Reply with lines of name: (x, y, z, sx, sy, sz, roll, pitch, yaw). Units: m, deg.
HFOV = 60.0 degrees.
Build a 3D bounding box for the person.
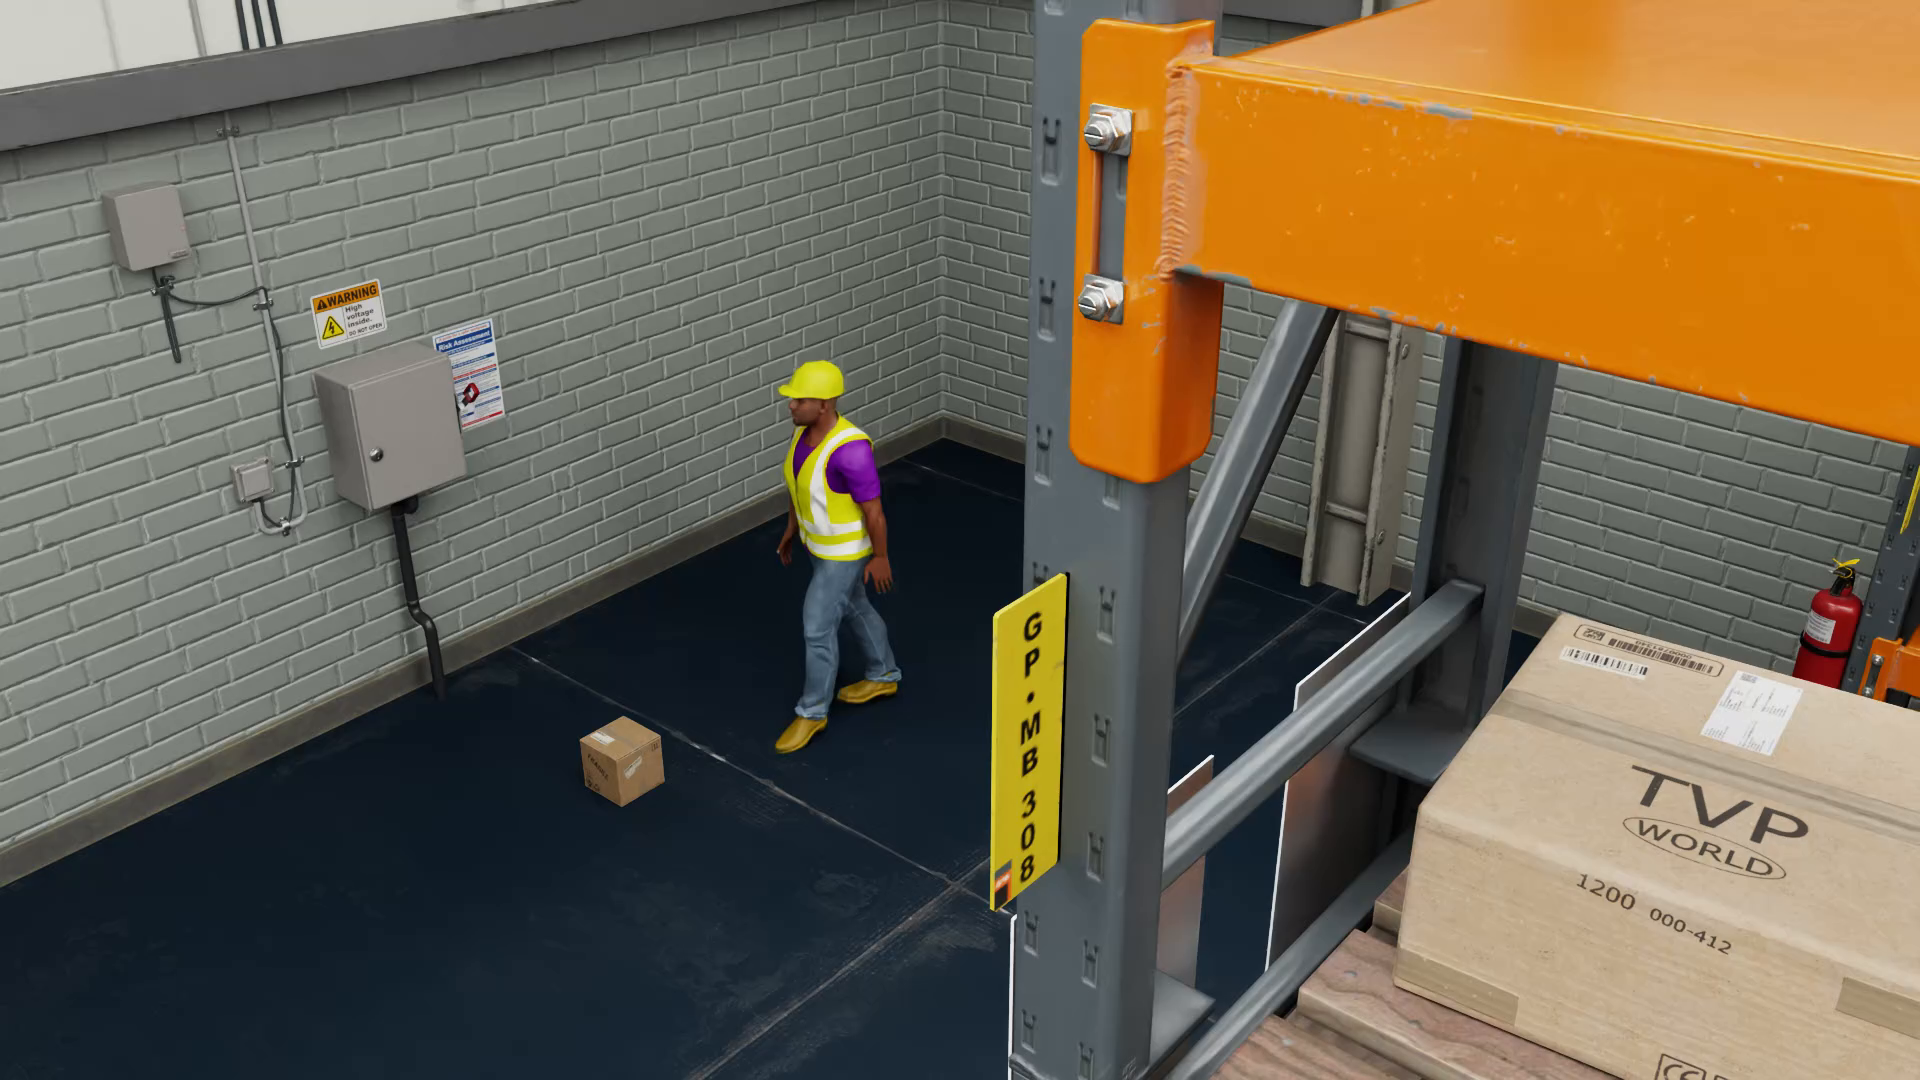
person: (-0.611, 0.032, 7.529, 0.722, 1.782, 0.582, -12, 30, -23)
